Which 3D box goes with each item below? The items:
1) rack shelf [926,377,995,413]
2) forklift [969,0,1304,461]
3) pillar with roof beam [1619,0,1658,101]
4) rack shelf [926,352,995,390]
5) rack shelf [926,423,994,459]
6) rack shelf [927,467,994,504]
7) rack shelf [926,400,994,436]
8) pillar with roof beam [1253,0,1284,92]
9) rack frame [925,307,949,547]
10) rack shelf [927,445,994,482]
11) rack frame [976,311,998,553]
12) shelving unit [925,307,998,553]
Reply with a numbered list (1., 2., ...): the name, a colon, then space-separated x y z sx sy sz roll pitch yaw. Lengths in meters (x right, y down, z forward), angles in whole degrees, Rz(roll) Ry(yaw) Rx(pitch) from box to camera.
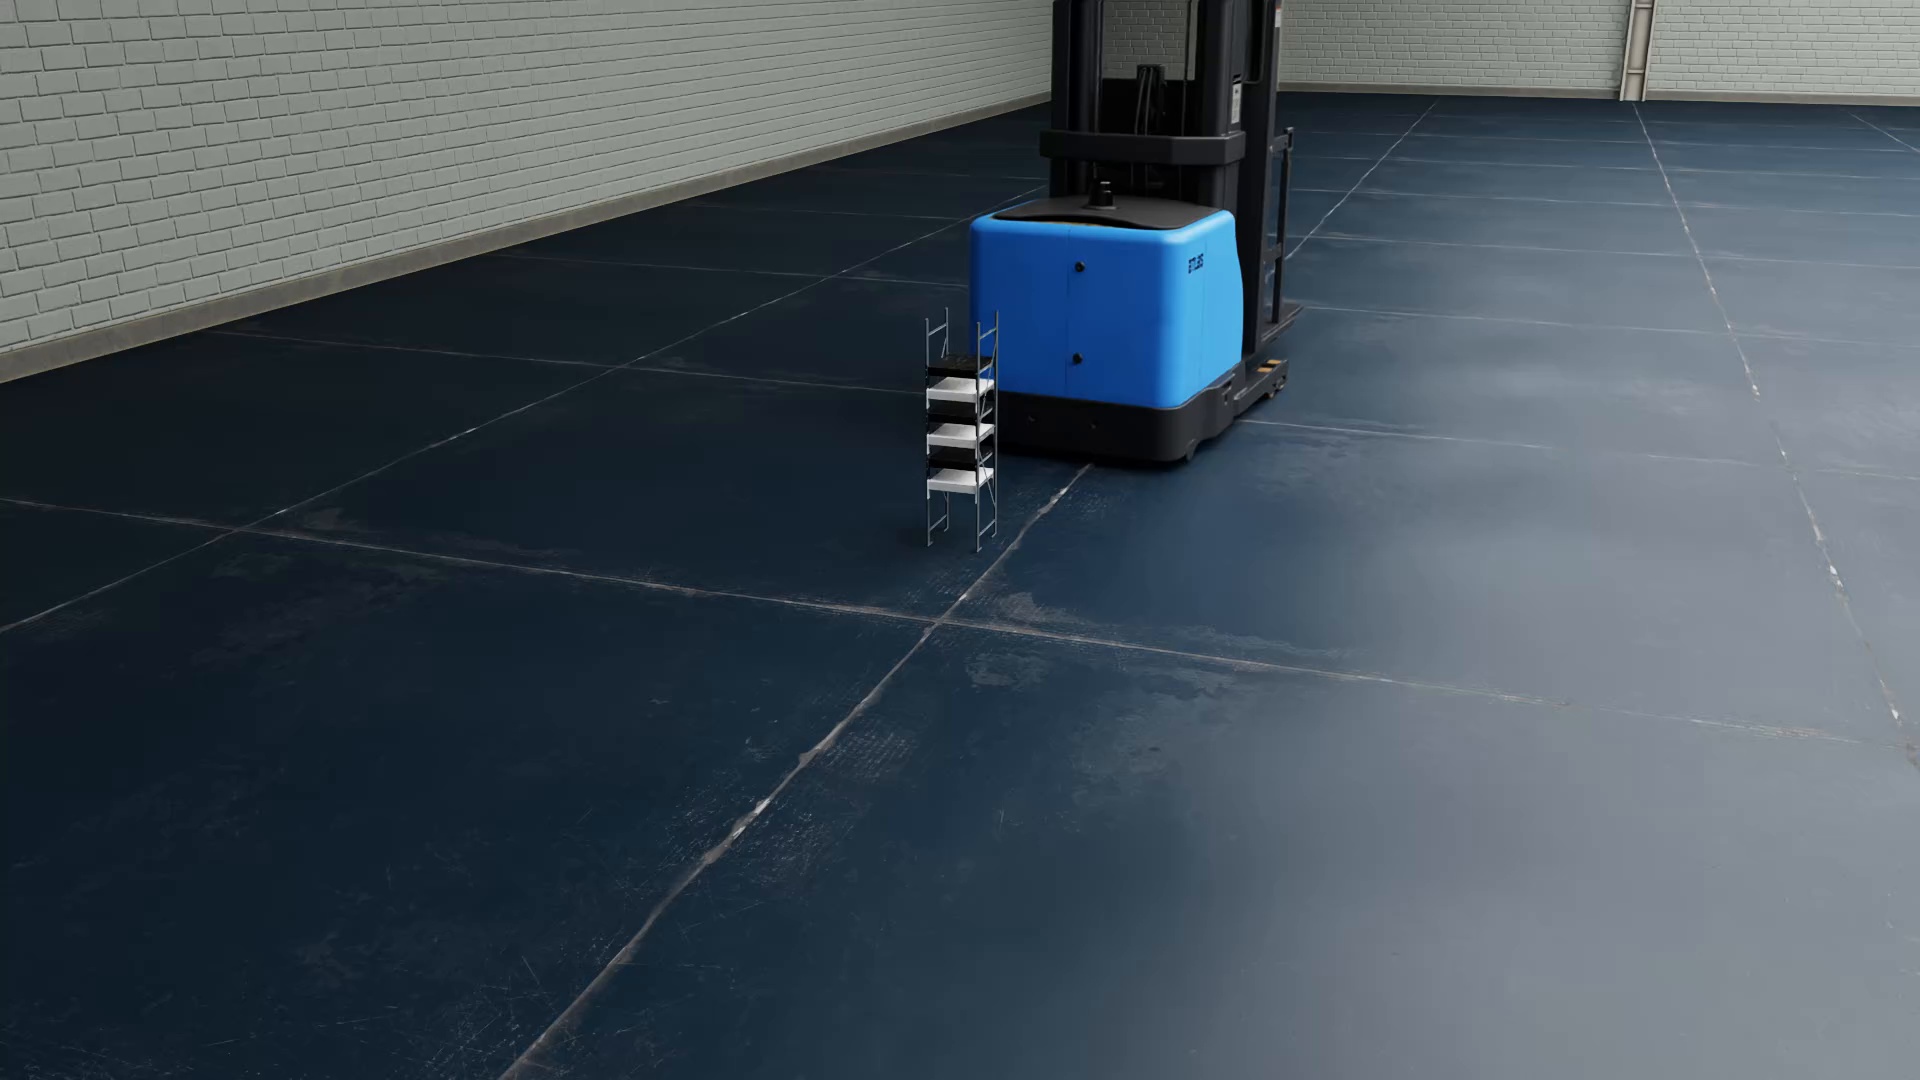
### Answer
1. rack shelf: 0.008 -0.563 6.377 0.200 0.077 0.258 7 20 18
2. forklift: 1.106 -2.176 8.365 1.130 2.935 3.031 9 21 23
3. pillar with roof beam: 9.616 -10.134 21.977 0.400 9.000 9.100 7 20 18
4. rack shelf: 0.008 -0.648 6.348 0.200 0.077 0.258 7 20 18
5. rack shelf: 0.008 -0.393 6.437 0.200 0.077 0.258 7 20 18
6. rack shelf: 0.008 -0.223 6.496 0.200 0.077 0.258 7 20 18
7. rack shelf: 0.008 -0.478 6.407 0.200 0.077 0.258 7 20 18
8. pillar with roof beam: 3.948 -10.782 23.836 0.400 9.000 9.100 7 20 18
9. rack frame: -0.088 -0.435 6.457 0.006 0.900 0.240 7 20 18
10. rack shelf: 0.008 -0.308 6.466 0.200 0.077 0.258 7 20 18
11. rack frame: 0.104 -0.413 6.394 0.006 0.900 0.240 7 20 18
12. shelving unit: 0.008 -0.424 6.426 0.210 0.900 0.258 7 20 18
